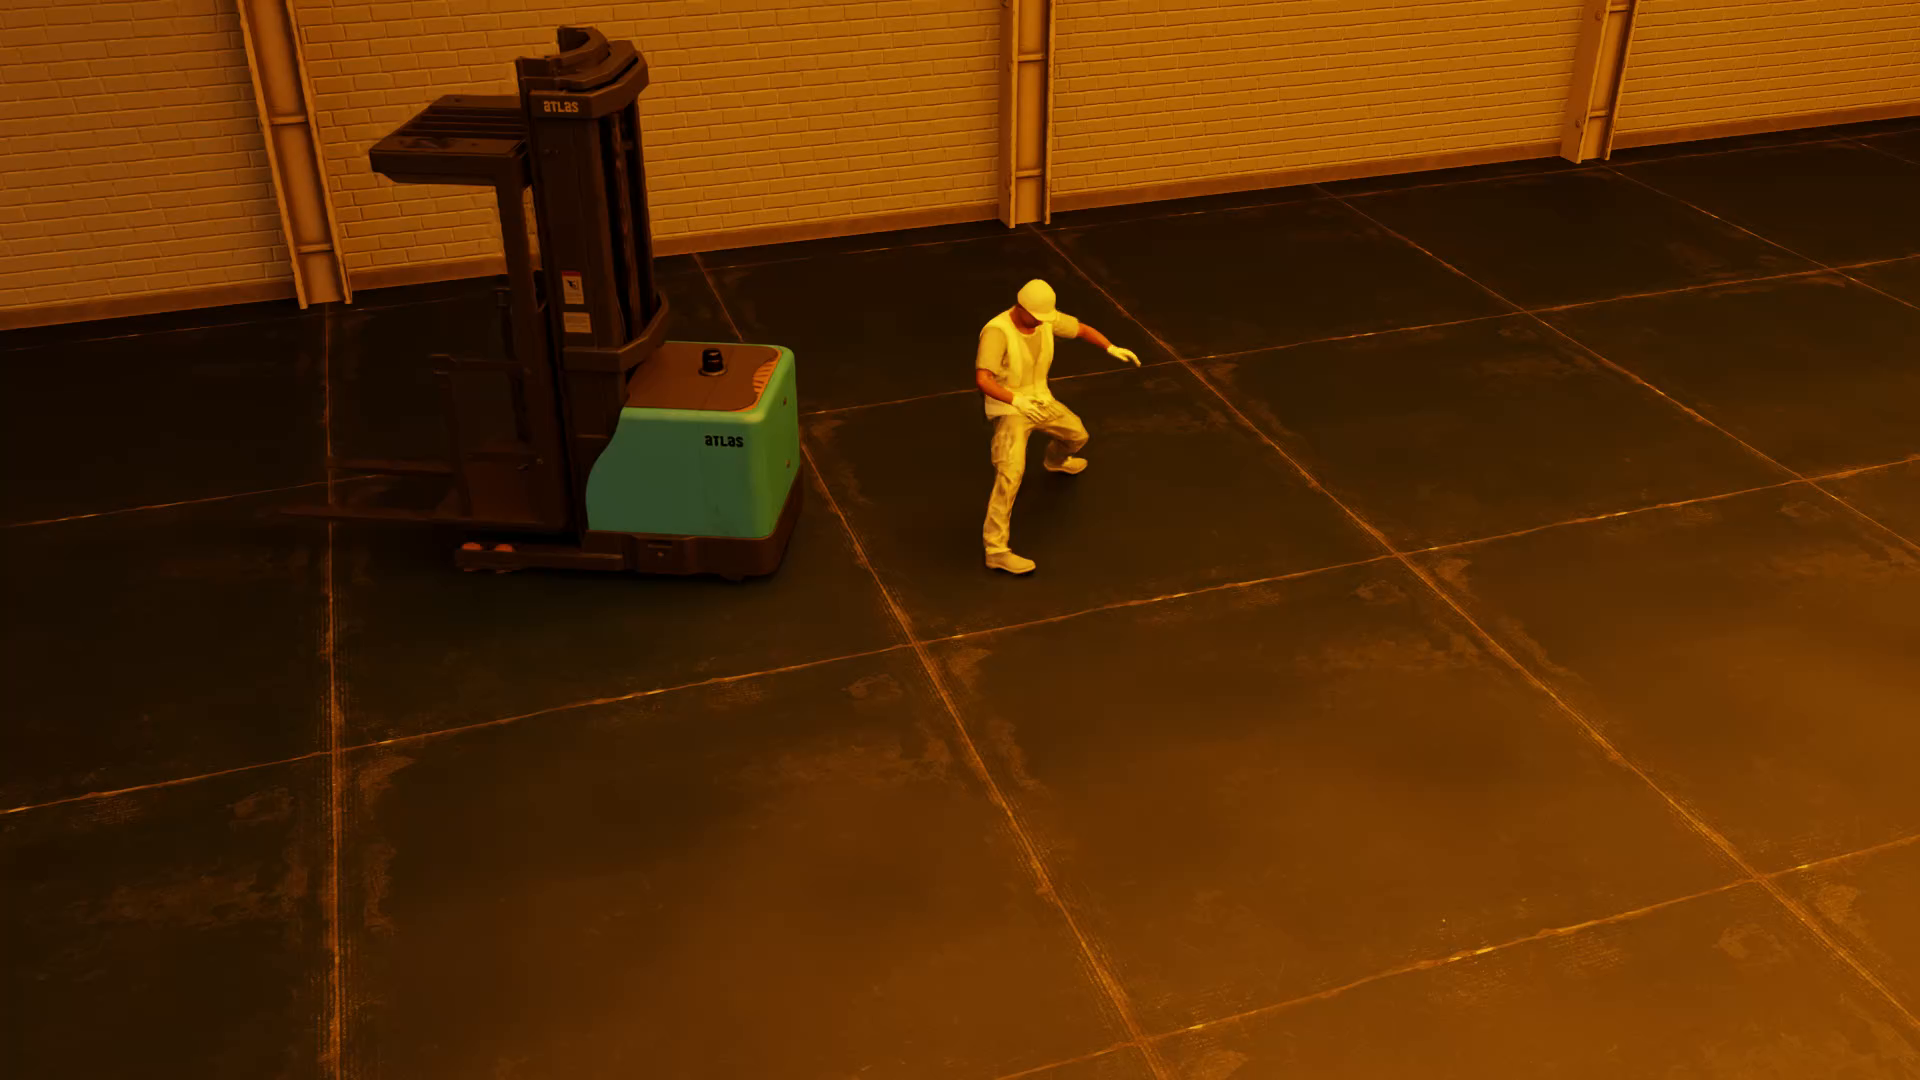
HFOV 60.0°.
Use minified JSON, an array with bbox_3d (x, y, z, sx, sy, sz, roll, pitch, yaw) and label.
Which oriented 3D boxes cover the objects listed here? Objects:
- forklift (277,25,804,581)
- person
[{"bbox_3d":[-2.518,-1.334,9.406,3.031,2.935,1.130,3,30,5],"label":"forklift"},{"bbox_3d":[0.518,-0.803,9.850,1.331,1.564,0.839,-25,38,-36],"label":"person"}]
